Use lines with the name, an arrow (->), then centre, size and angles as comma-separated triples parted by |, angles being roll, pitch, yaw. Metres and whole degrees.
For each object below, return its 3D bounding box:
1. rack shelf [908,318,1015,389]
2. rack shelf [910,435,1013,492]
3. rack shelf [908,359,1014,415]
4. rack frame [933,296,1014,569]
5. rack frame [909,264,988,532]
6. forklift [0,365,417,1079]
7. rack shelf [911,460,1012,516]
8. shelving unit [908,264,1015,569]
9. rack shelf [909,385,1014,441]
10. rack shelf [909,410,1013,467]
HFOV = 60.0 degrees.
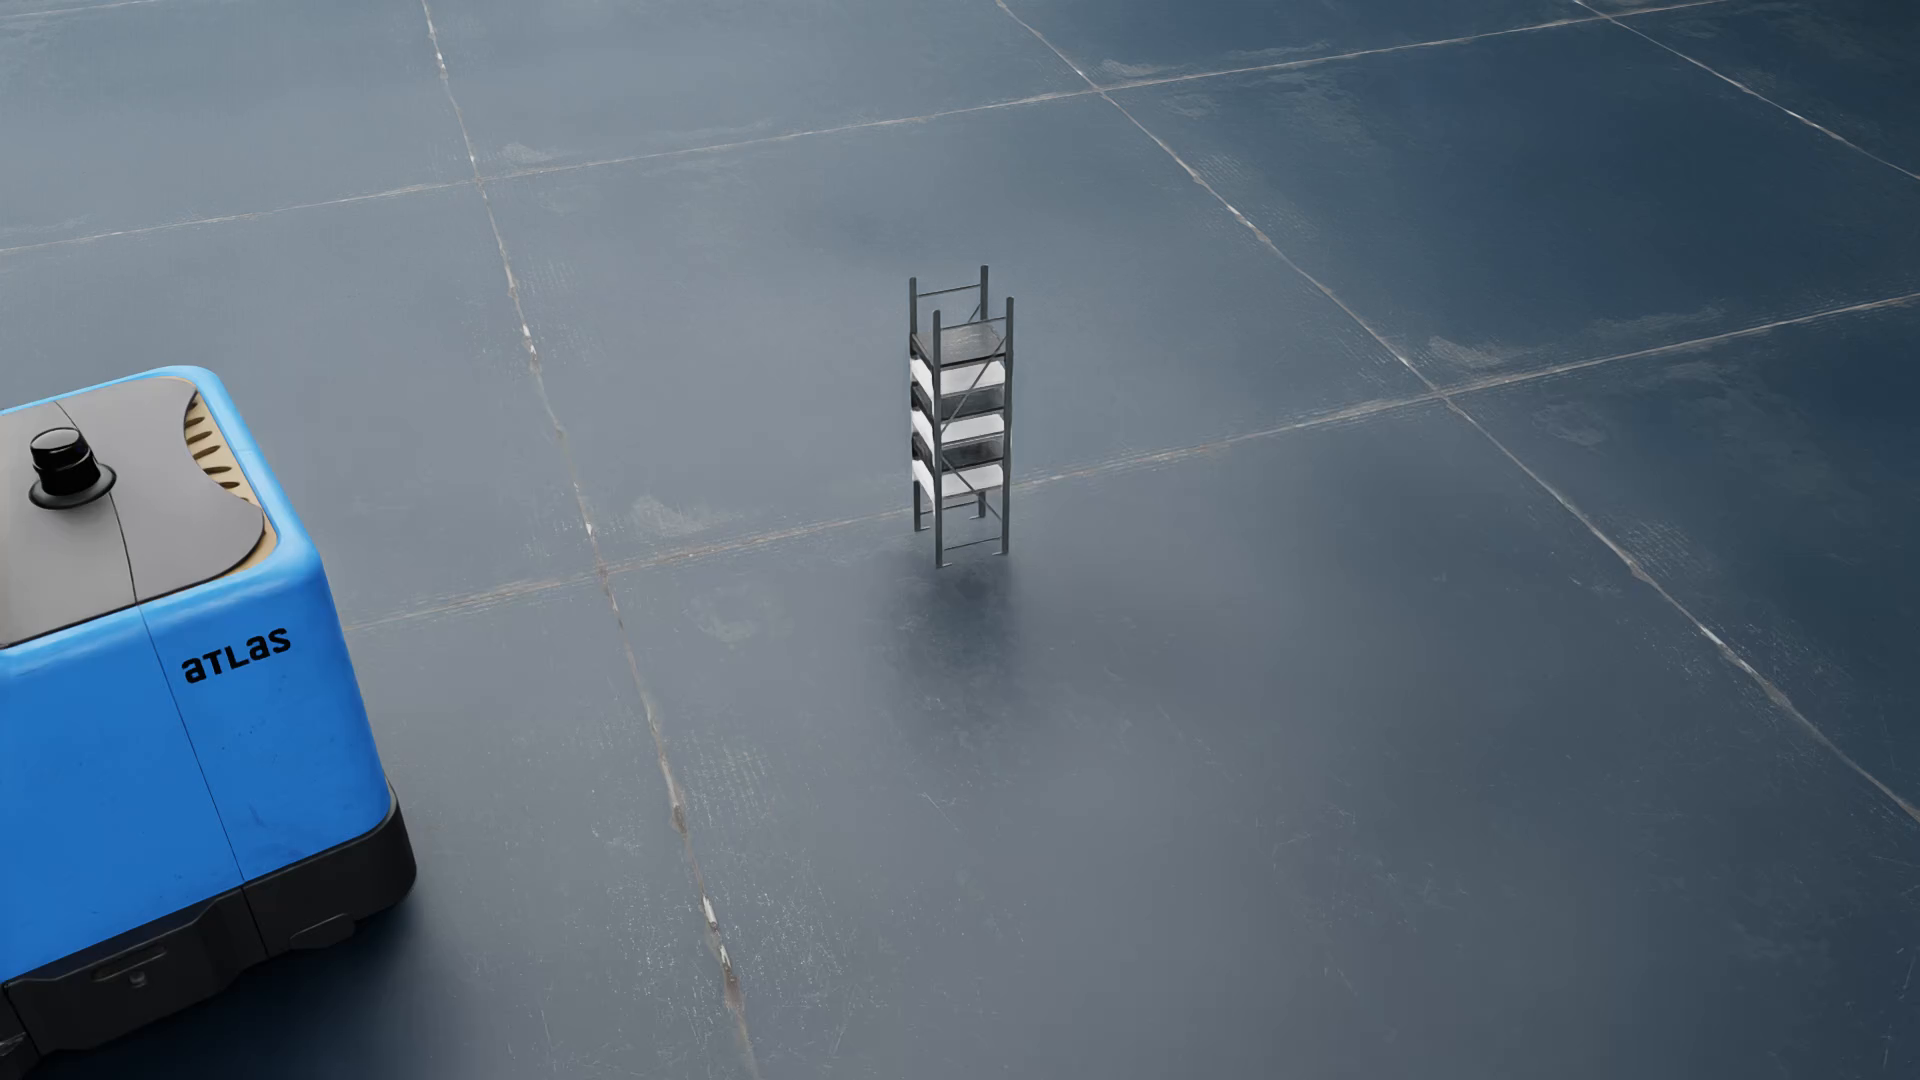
rack shelf -> 0.003, -0.544, 4.831 | 0.258, 0.077, 0.200 | -12, 39, -16
rack shelf -> 0.003, -0.256, 5.047 | 0.258, 0.077, 0.200 | -12, 39, -16
rack shelf -> 0.003, -0.472, 4.885 | 0.258, 0.077, 0.200 | -12, 39, -16
rack frame -> 0.038, -0.297, 4.897 | 0.240, 0.900, 0.006 | -12, 39, -16
rack frame -> -0.032, -0.412, 5.049 | 0.240, 0.900, 0.006 | -12, 39, -16
forklift -> -2.835, -0.036, 2.861 | 3.031, 2.935, 1.130 | -21, 42, -26
rack shelf -> 0.003, -0.184, 5.102 | 0.258, 0.077, 0.200 | -12, 39, -16
shelving unit -> 0.003, -0.355, 4.973 | 0.258, 0.900, 0.210 | -12, 39, -16
rack shelf -> 0.003, -0.400, 4.939 | 0.258, 0.077, 0.200 | -12, 39, -16
rack shelf -> 0.003, -0.328, 4.993 | 0.258, 0.077, 0.200 | -12, 39, -16
